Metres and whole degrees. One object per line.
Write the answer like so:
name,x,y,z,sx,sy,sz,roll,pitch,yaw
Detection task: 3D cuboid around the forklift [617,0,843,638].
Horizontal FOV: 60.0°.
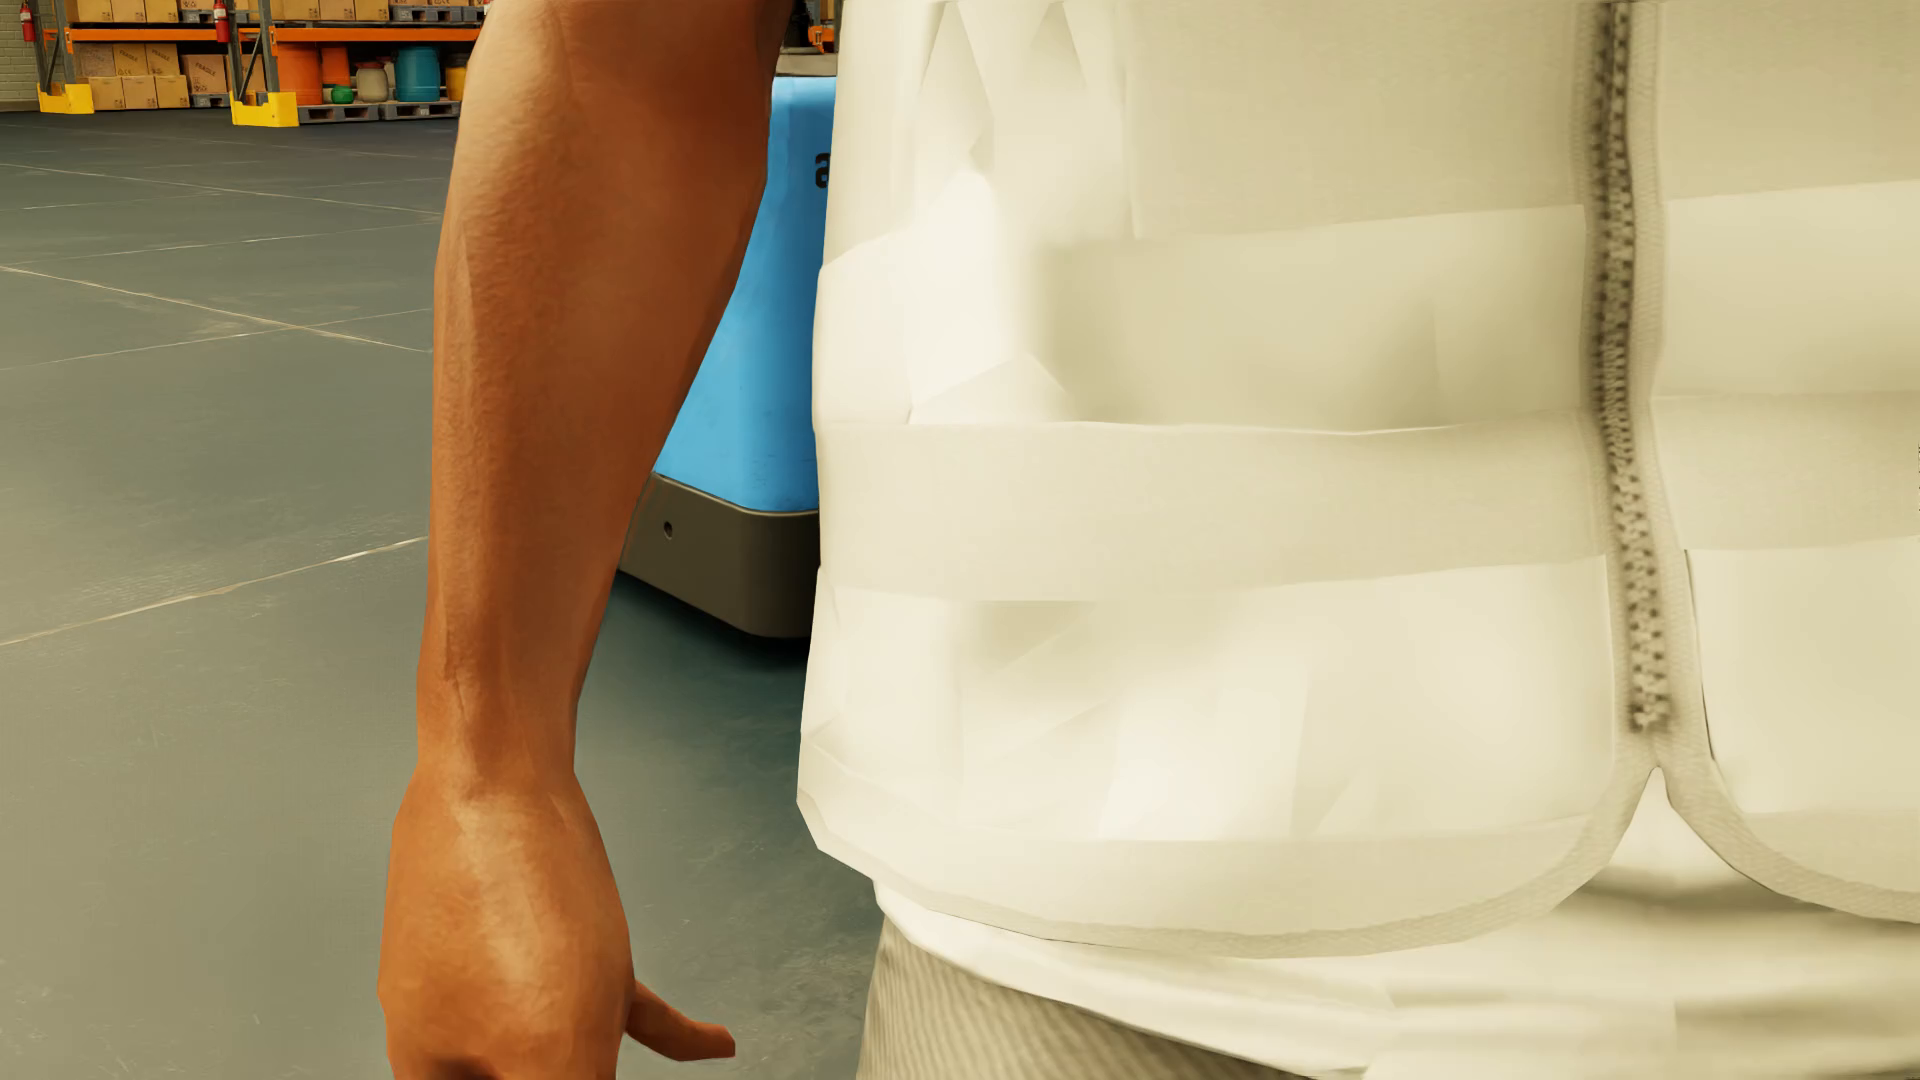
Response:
forklift,0.506,-1.533,3.945,3.031,2.935,1.130,-13,21,-37
